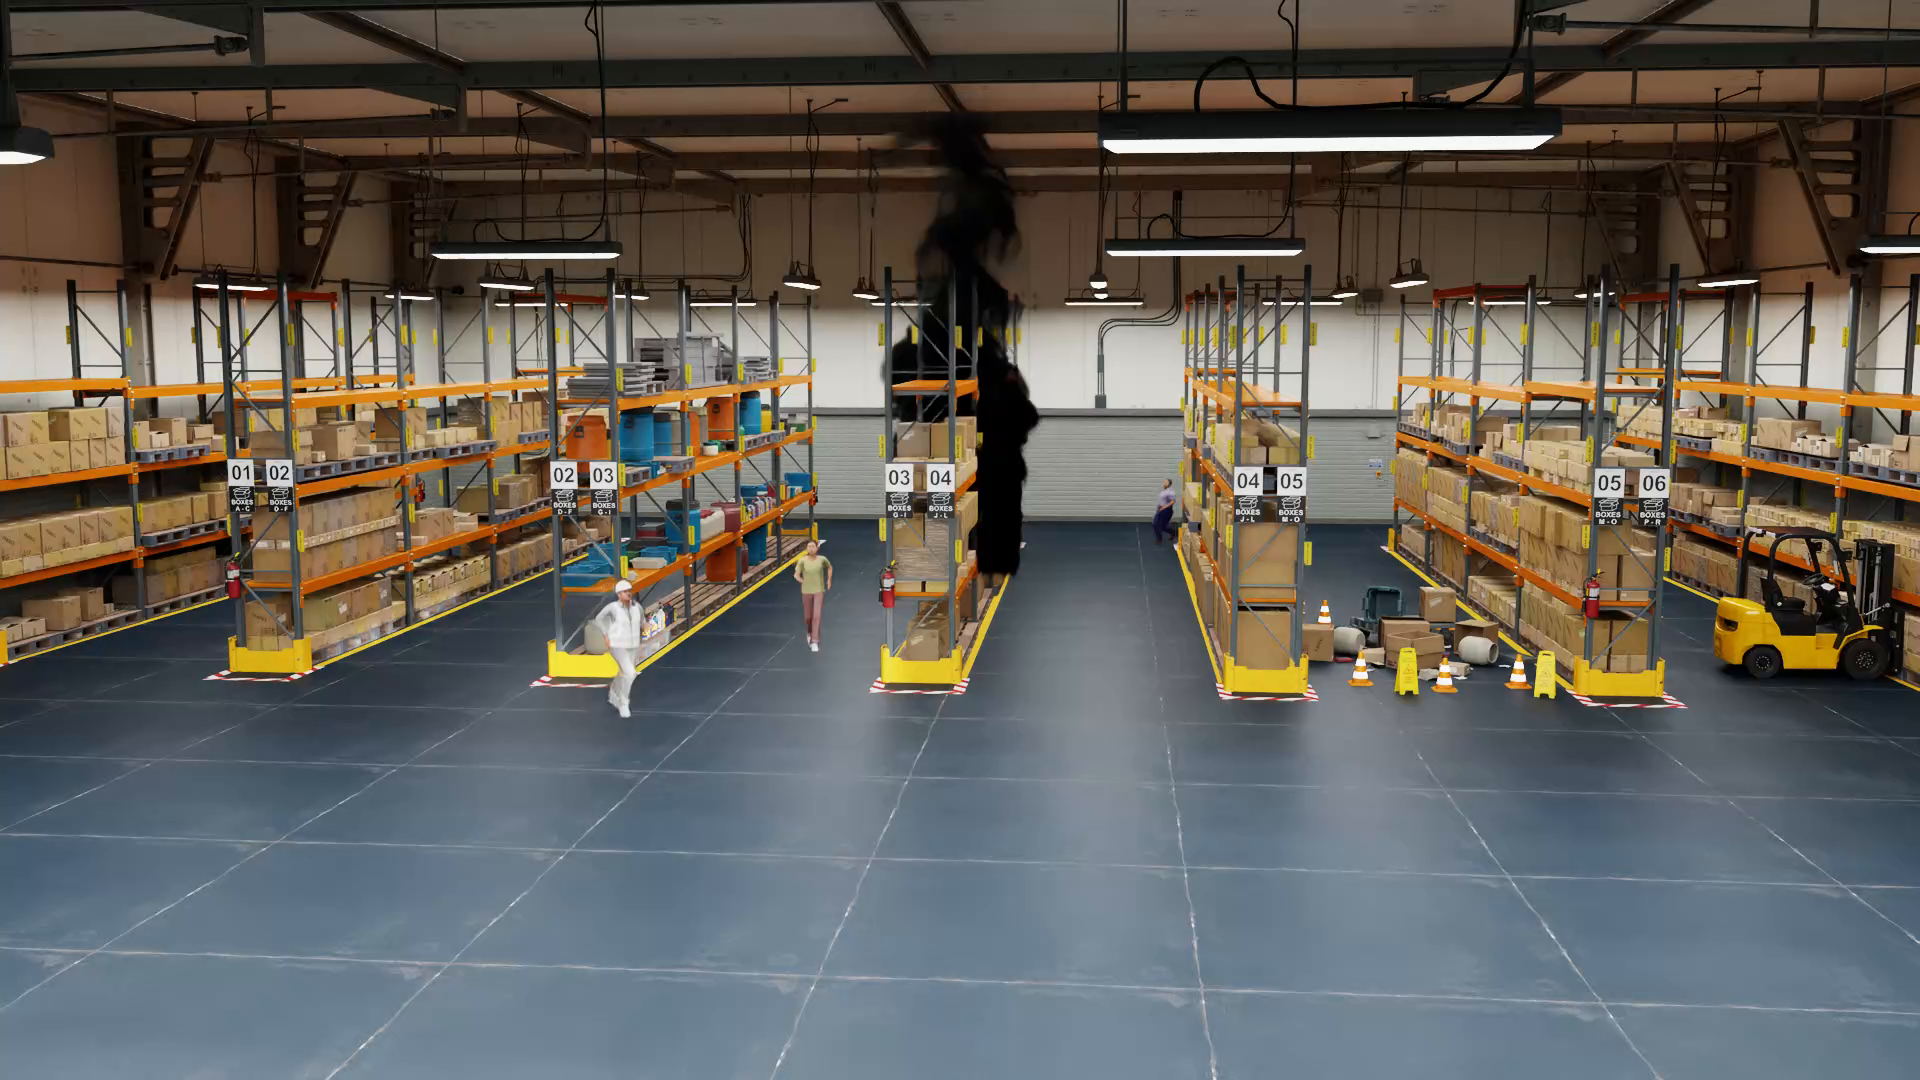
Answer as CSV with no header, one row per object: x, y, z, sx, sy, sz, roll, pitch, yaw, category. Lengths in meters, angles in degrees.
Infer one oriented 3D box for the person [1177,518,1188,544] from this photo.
5.647,-0.646,40.424,0.673,1.544,0.579,0,7,-4,person

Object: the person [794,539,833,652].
-2.229,0.819,25.349,0.592,1.656,0.866,-1,7,-5,person

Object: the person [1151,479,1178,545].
5.036,-0.684,40.391,0.692,1.626,0.648,-3,8,-25,person

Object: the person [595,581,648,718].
-4.472,1.438,22.211,0.779,1.823,0.648,6,9,41,person
